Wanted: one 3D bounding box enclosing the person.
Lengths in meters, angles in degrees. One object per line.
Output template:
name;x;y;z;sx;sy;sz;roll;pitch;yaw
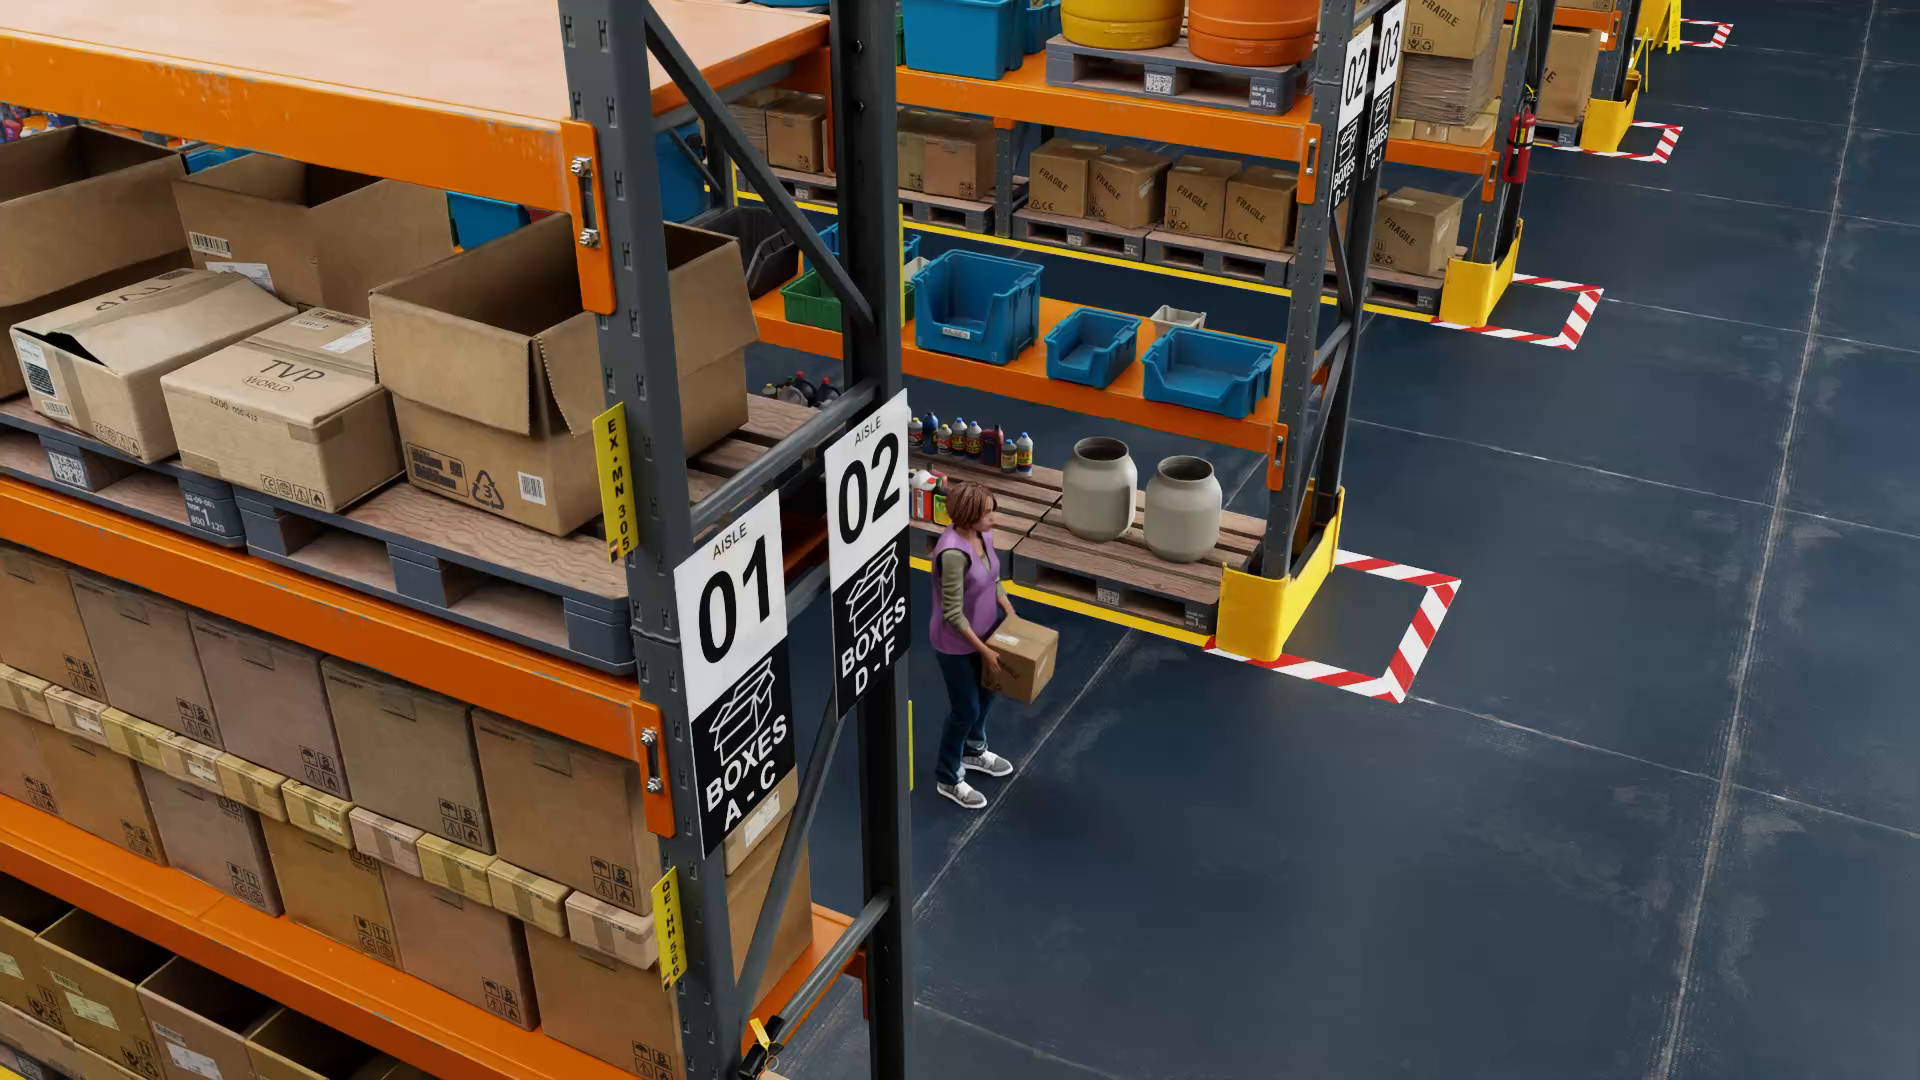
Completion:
person;0.073;0.453;7.510;0.397;1.603;0.444;14;33;22
